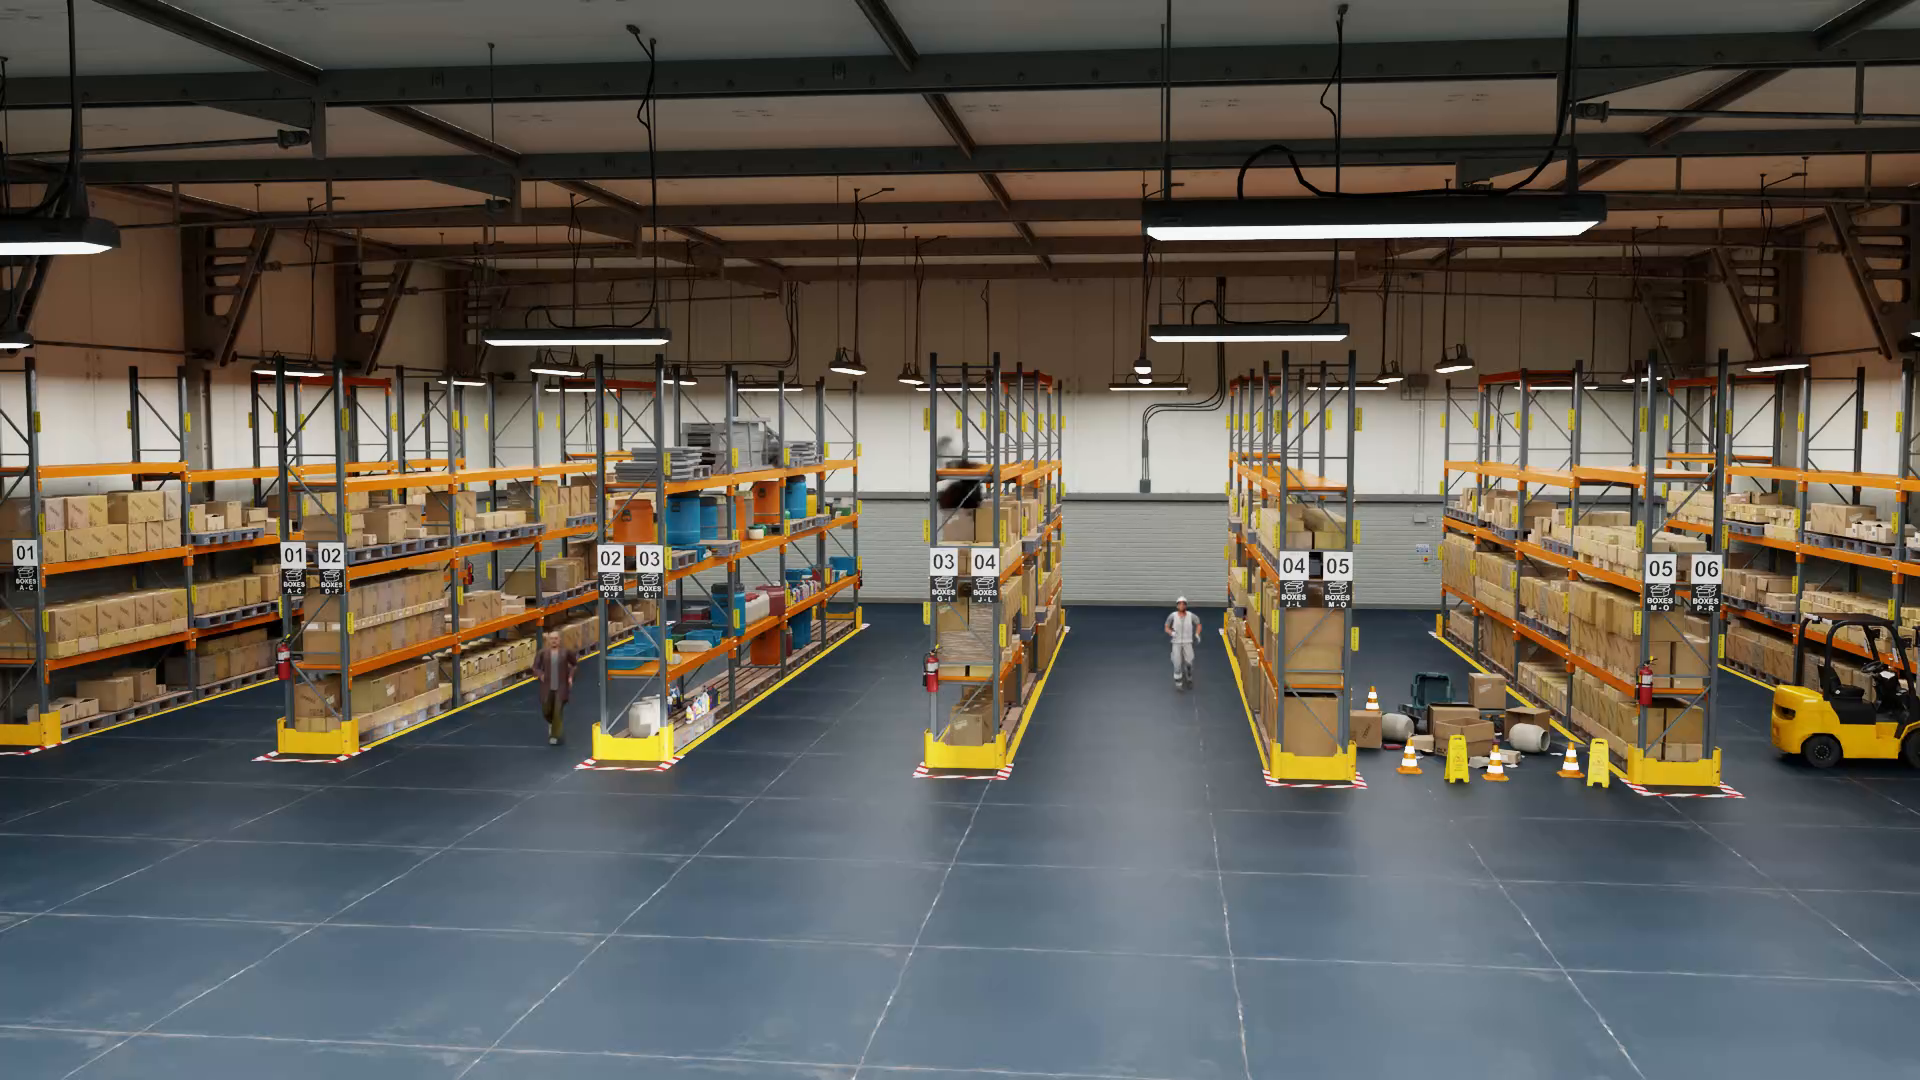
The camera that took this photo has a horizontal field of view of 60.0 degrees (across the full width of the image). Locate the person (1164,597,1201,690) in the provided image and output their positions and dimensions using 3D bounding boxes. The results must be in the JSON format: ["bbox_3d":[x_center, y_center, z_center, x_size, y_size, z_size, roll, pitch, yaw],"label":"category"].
[{"bbox_3d":[4.129,1.939,30.840,0.683,1.751,0.614,0,4,6],"label":"person"}]

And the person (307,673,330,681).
[{"bbox_3d":[-10.970,2.159,28.471,0.580,1.655,0.681,0,4,1],"label":"person"}]

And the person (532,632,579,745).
[{"bbox_3d":[-6.319,2.293,25.976,0.709,1.737,0.757,-1,4,-8],"label":"person"}]
